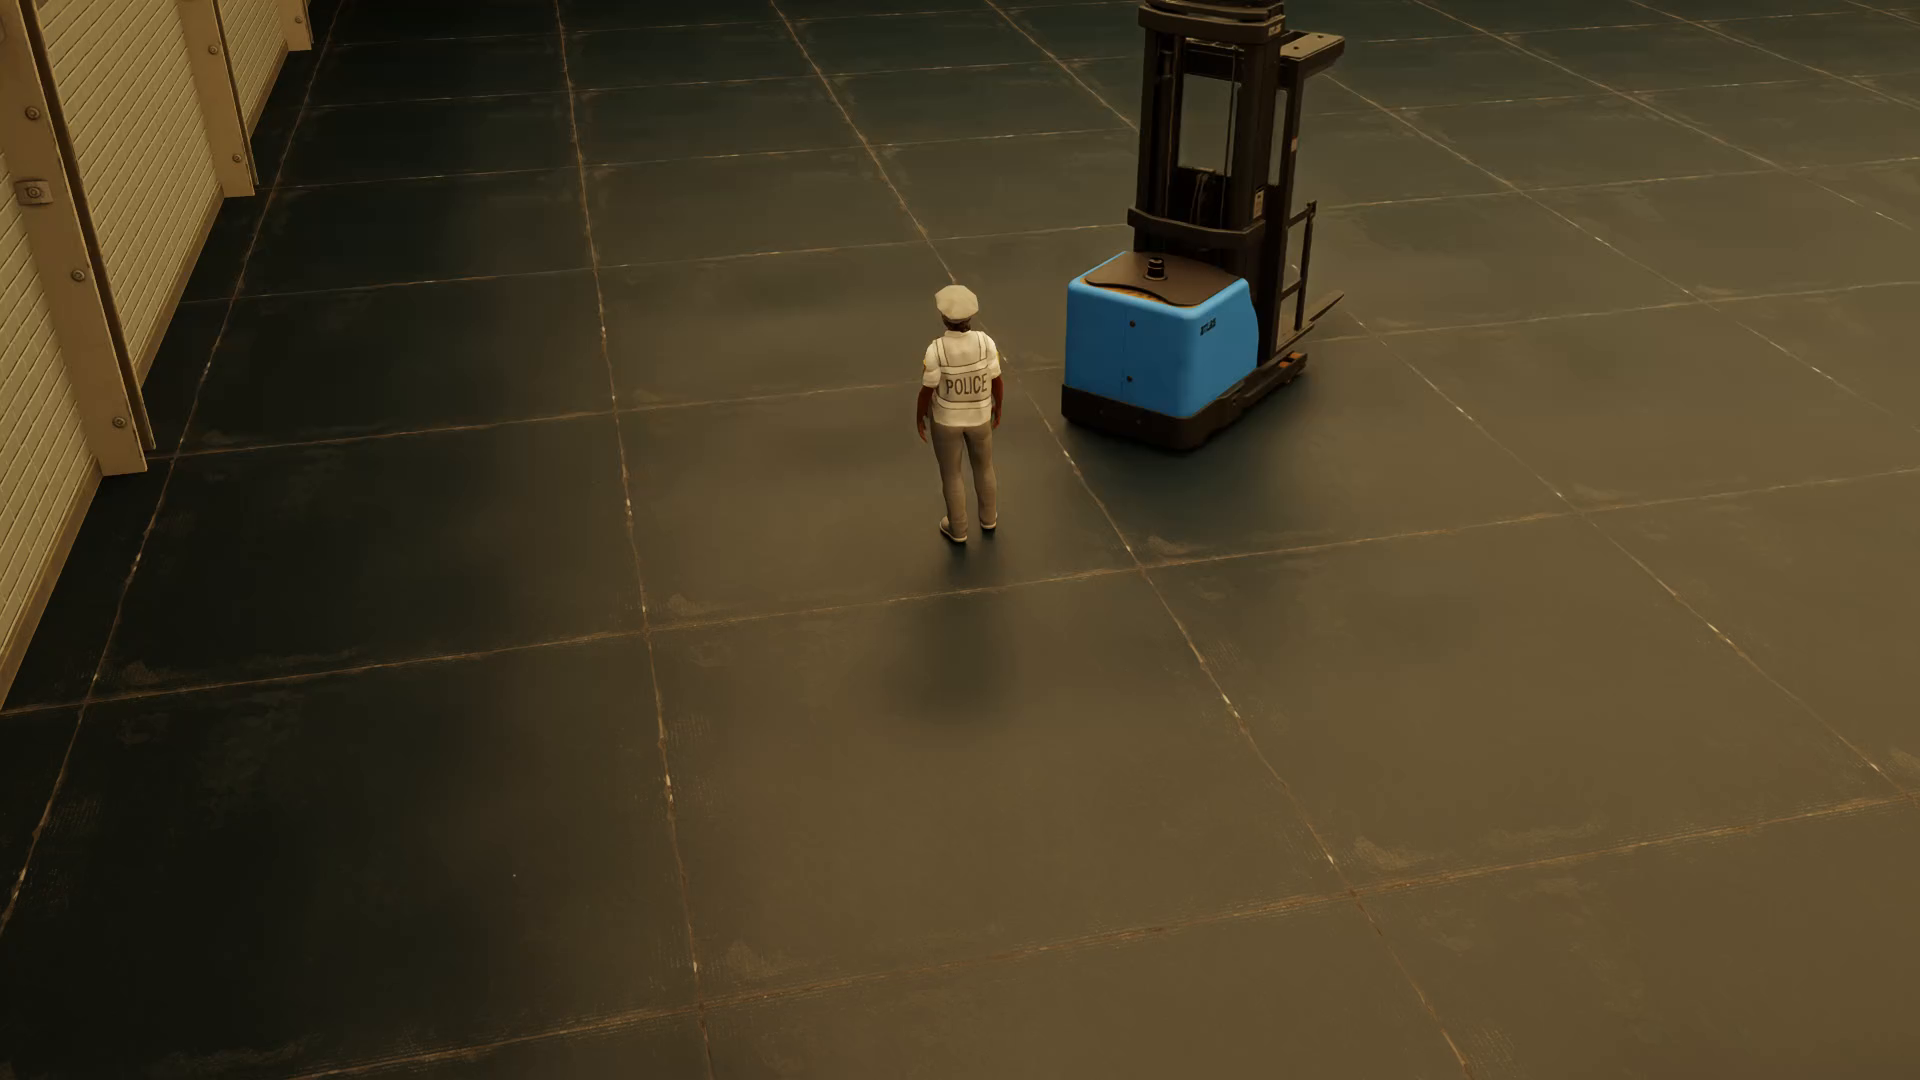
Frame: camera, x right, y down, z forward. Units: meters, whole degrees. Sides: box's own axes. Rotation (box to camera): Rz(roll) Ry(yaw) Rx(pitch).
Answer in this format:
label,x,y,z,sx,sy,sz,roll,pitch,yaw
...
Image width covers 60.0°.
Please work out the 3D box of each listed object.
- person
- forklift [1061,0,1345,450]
label,x,y,z,sx,sy,sz,roll,pitch,yaw
person,0.002,-0.779,10.139,0.569,1.695,0.528,-7,31,-12
forklift,1.987,-2.575,12.022,1.130,2.935,3.031,20,35,30
